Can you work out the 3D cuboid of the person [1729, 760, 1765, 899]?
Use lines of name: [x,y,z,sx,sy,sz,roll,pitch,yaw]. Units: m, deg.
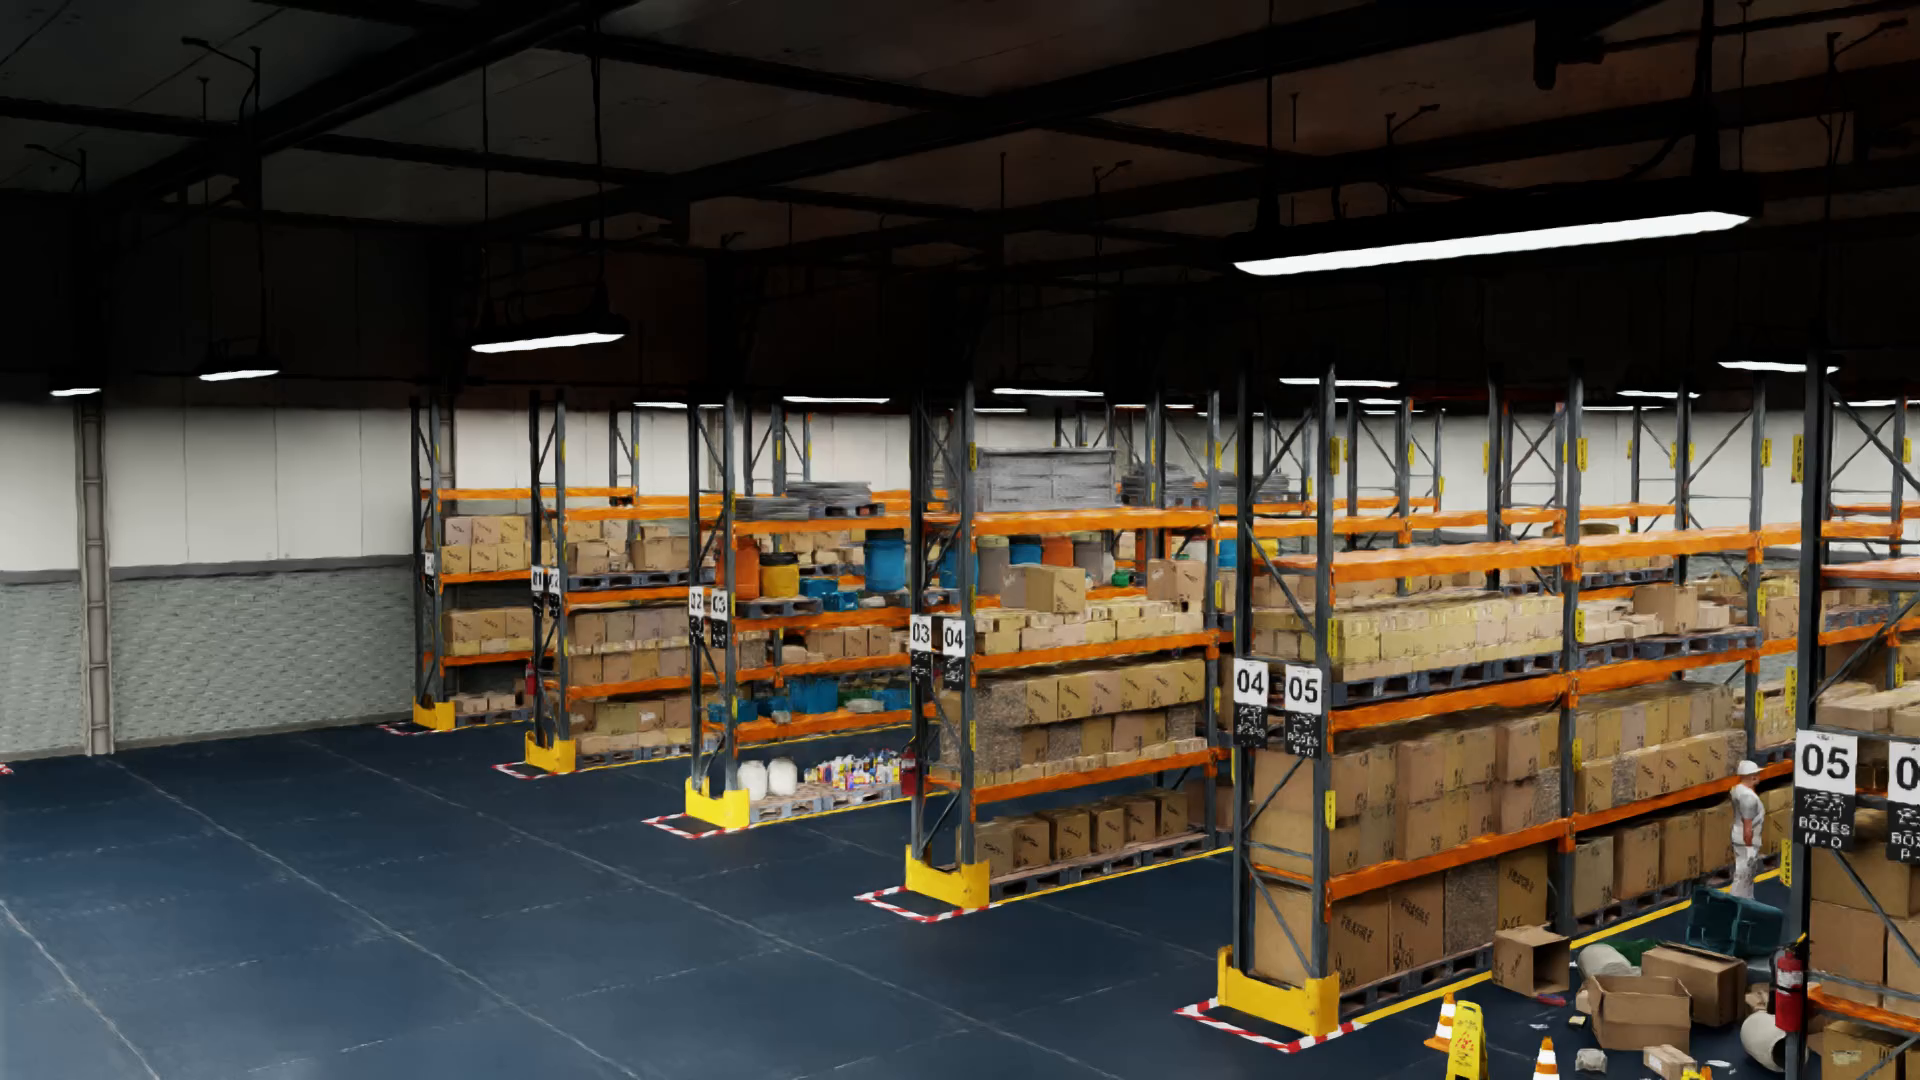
person: [8.355,3.216,17.560,0.451,1.789,0.596,1,4,20]
